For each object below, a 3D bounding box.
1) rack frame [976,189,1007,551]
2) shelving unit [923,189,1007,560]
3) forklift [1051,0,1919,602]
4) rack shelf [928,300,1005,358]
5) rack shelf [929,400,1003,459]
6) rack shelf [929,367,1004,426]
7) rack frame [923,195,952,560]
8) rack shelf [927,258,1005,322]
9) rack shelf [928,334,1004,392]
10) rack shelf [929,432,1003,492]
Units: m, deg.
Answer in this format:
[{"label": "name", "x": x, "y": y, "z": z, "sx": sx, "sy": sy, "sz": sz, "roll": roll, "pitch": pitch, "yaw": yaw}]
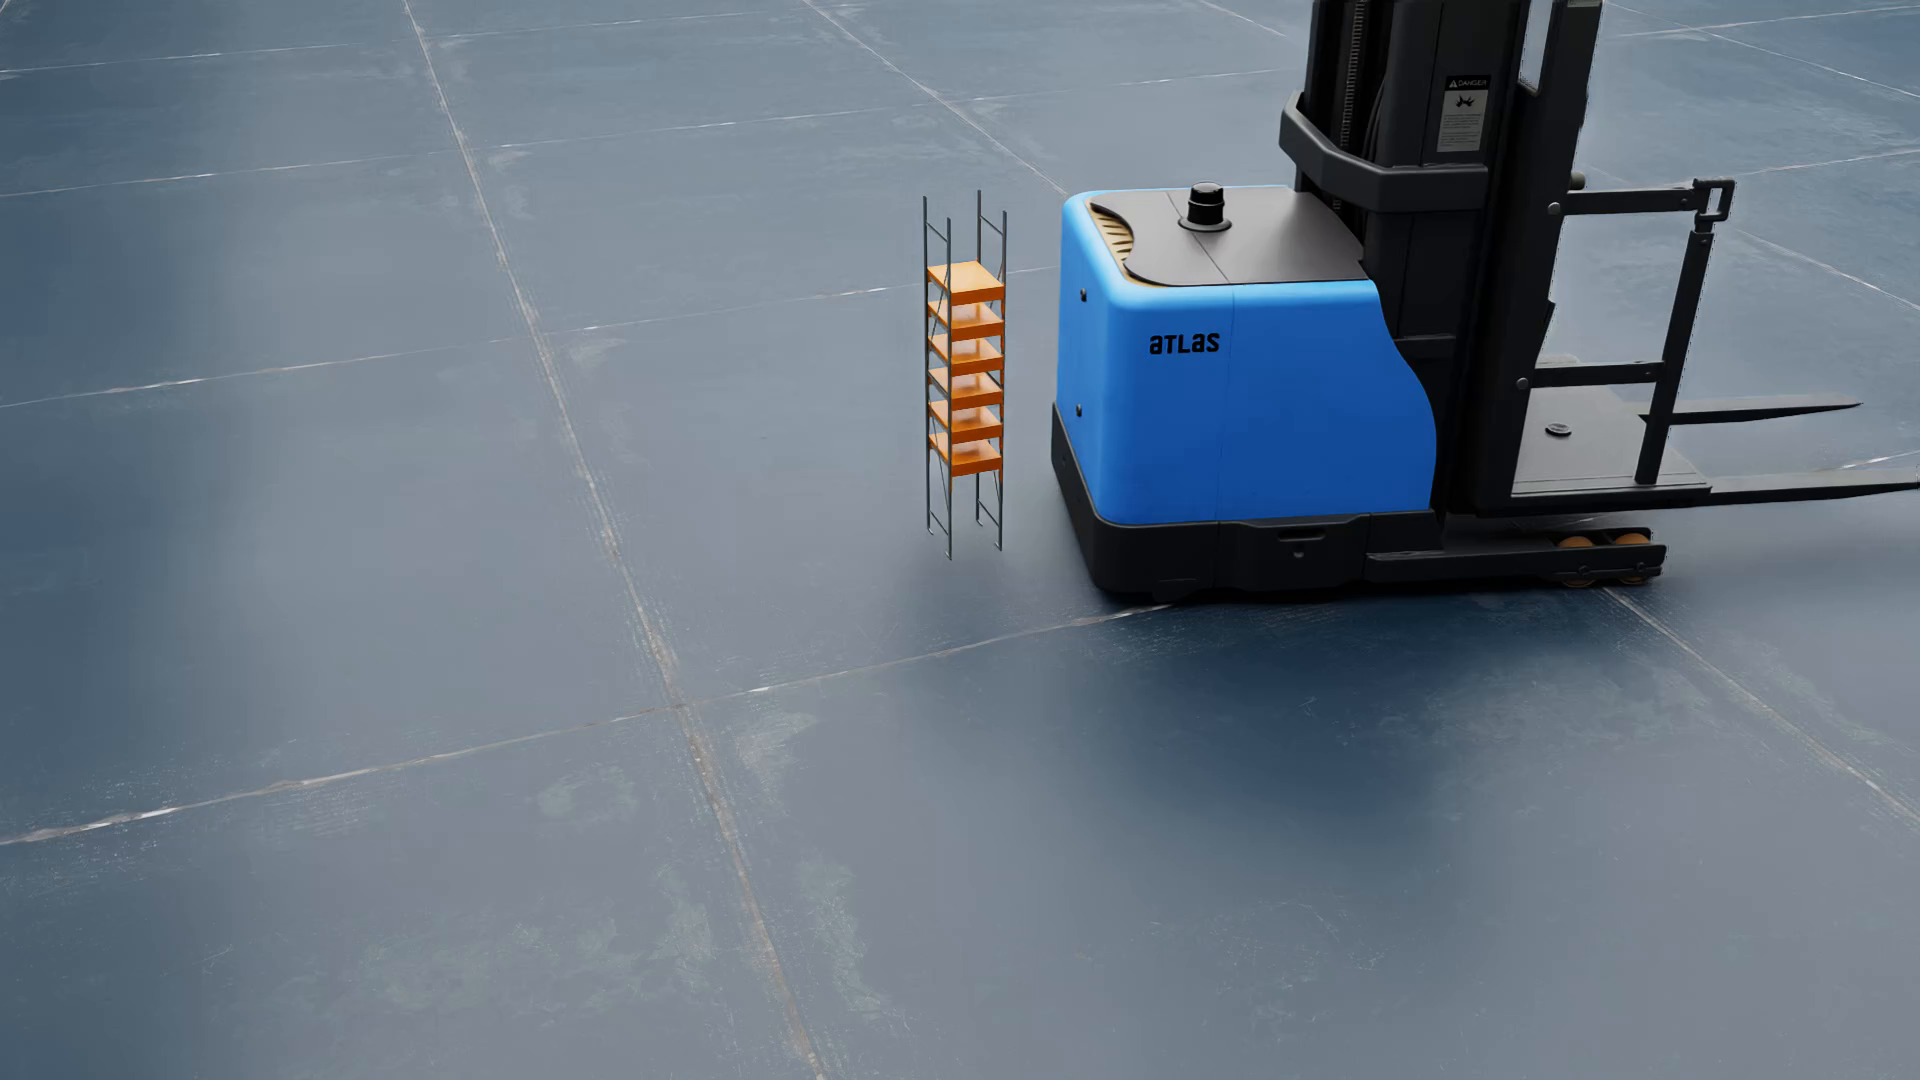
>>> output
[{"label": "rack frame", "x": 0.099, "y": -0.540, "z": 5.485, "sx": 0.006, "sy": 1.200, "sz": 0.240, "roll": -10, "pitch": 31, "yaw": -18}, {"label": "shelving unit", "x": 0.014, "y": -0.524, "z": 5.457, "sx": 0.189, "sy": 1.200, "sz": 0.258, "roll": -10, "pitch": 31, "yaw": -18}, {"label": "forklift", "x": 1.886, "y": -1.374, "z": 5.201, "sx": 3.031, "sy": 2.935, "sz": 1.130, "roll": -3, "pitch": 30, "yaw": -5}, {"label": "rack shelf", "x": 0.014, "y": -0.694, "z": 5.361, "sx": 0.180, "sy": 0.103, "sz": 0.258, "roll": -10, "pitch": 31, "yaw": -18}, {"label": "rack shelf", "x": 0.014, "y": -0.381, "z": 5.539, "sx": 0.180, "sy": 0.103, "sz": 0.258, "roll": -10, "pitch": 31, "yaw": -18}, {"label": "rack shelf", "x": 0.014, "y": -0.485, "z": 5.479, "sx": 0.180, "sy": 0.103, "sz": 0.258, "roll": -10, "pitch": 31, "yaw": -18}, {"label": "rack frame", "x": -0.072, "y": -0.508, "z": 5.430, "sx": 0.006, "sy": 1.200, "sz": 0.240, "roll": -10, "pitch": 31, "yaw": -18}, {"label": "rack shelf", "x": 0.014, "y": -0.798, "z": 5.301, "sx": 0.180, "sy": 0.103, "sz": 0.258, "roll": -10, "pitch": 31, "yaw": -18}, {"label": "rack shelf", "x": 0.014, "y": -0.589, "z": 5.420, "sx": 0.180, "sy": 0.103, "sz": 0.258, "roll": -10, "pitch": 31, "yaw": -18}, {"label": "rack shelf", "x": 0.014, "y": -0.277, "z": 5.598, "sx": 0.180, "sy": 0.103, "sz": 0.258, "roll": -10, "pitch": 31, "yaw": -18}]
